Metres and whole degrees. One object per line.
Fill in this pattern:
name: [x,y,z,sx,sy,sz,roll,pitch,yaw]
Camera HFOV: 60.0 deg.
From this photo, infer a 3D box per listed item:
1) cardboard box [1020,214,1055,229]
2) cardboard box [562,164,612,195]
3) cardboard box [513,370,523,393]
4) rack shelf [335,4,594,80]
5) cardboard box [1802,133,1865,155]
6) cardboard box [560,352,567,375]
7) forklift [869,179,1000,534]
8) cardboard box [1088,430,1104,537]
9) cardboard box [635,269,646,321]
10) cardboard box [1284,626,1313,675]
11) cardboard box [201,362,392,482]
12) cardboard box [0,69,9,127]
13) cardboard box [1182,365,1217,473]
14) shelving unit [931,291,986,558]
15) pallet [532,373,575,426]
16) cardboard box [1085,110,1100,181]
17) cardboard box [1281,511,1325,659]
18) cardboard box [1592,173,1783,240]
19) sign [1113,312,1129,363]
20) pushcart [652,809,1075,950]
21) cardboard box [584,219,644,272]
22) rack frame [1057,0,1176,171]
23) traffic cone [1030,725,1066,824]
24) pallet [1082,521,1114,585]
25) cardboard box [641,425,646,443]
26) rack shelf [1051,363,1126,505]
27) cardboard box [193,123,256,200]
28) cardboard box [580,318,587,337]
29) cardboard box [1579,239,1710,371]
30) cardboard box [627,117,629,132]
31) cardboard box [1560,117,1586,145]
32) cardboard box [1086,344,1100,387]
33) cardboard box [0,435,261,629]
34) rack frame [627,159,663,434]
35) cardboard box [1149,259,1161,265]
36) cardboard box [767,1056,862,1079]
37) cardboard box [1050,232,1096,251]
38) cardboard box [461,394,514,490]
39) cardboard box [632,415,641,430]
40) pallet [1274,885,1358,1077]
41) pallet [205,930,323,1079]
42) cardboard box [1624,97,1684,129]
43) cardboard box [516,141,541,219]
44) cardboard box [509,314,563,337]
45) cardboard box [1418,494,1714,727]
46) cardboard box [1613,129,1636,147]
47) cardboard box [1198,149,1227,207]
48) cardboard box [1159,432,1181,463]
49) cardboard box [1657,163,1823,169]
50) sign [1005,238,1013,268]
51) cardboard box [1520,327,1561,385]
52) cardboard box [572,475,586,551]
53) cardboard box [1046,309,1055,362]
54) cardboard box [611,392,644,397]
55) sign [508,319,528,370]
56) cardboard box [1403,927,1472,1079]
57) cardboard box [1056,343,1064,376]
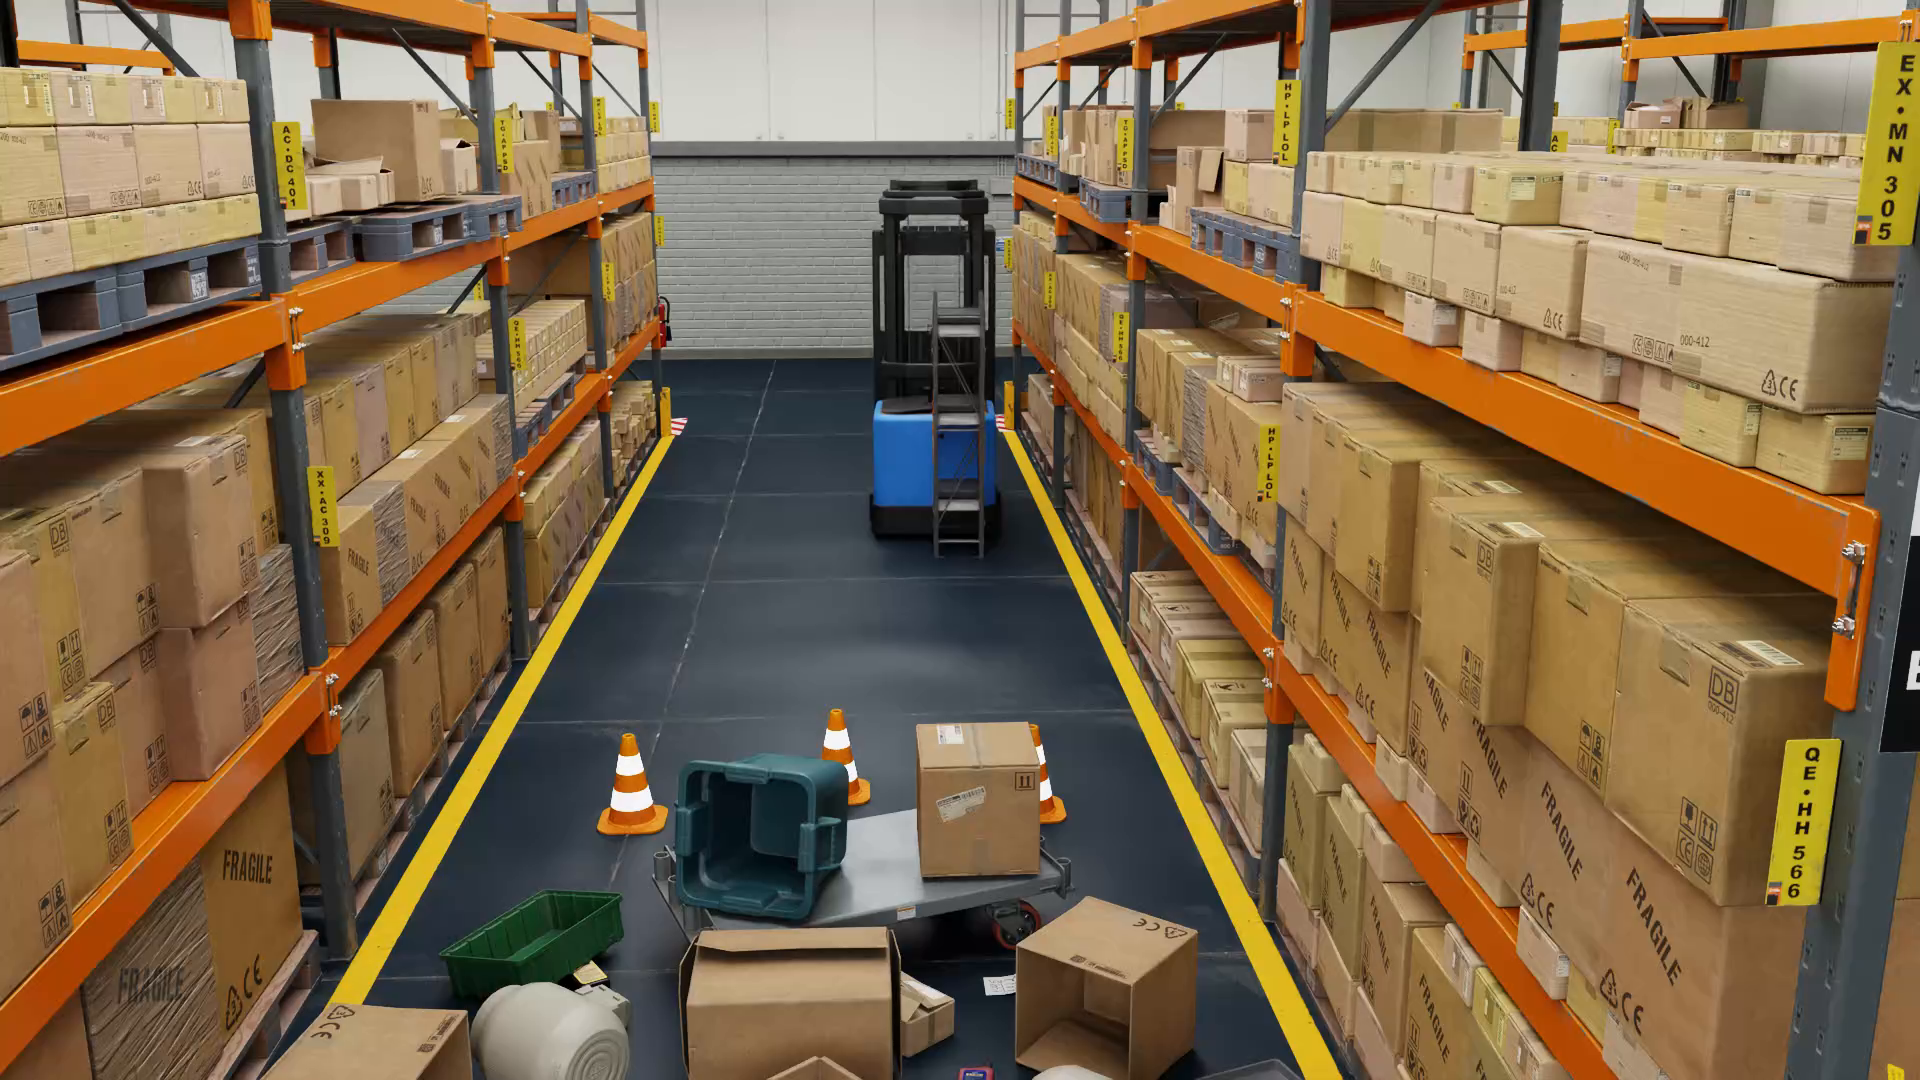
cardboard box: [0.837,-3.375,17.615,0.380,0.149,0.250,0,14,-2]
cardboard box: [-3.349,-3.154,14.547,0.500,0.250,0.500,0,14,-1]
cardboard box: [-3.185,-1.077,11.255,0.380,0.149,0.250,0,14,-1]
rack shelf: [-3.460,-3.521,11.897,1.077,0.370,4.000,-1,14,-3]
cardboard box: [6.284,-2.834,11.904,0.380,0.149,0.250,-1,14,-4]
cardboard box: [-3.293,-1.383,13.042,0.380,0.149,0.250,-2,15,-6]
forklift: [-0.232,-1.776,15.049,1.130,2.935,3.031,0,14,-1]
cardboard box: [1.532,-0.553,13.578,0.875,0.875,0.875,0,14,-2]
cardboard box: [-3.479,-2.480,16.849,0.500,0.500,0.500,-1,14,-3]
cardboard box: [1.545,0.438,6.808,0.380,0.149,0.250,-1,14,-4]
cardboard box: [-3.190,-0.575,8.034,0.700,0.500,0.500,-1,14,-3]
cardboard box: [-2.637,-1.107,4.150,0.380,0.149,0.250,-1,14,-3]
cardboard box: [1.497,-0.656,8.916,0.500,0.500,0.500,-1,14,-6]
shelving unit: [-0.012,-0.931,13.432,0.431,2.100,0.503,0,14,-1]
pallet: [-3.500,-1.059,12.507,1.003,0.211,1.213,-1,14,-3]
cardboard box: [1.199,-2.900,12.214,0.500,0.500,0.500,-1,14,-3]
cardboard box: [1.595,0.154,6.609,0.500,0.500,0.500,-1,14,-4]
cardboard box: [1.794,-0.822,4.084,0.380,0.149,0.250,-1,14,-3]
sign: [1.044,-1.313,10.786,0.100,0.325,0.005,-1,14,-3]
pushcart: [-0.427,1.551,7.242,1.648,0.377,0.936,-6,16,-23]
cardboard box: [-3.483,-2.961,16.711,0.500,0.500,0.500,0,14,-1]
rack frame: [1.350,-4.662,14.086,1.000,3.000,0.127,-1,14,-3]
traffic cone: [0.372,1.175,8.531,0.336,0.463,0.334,-1,14,-3]
pallet: [1.552,0.089,13.257,1.003,0.211,1.213,-1,14,-3]
cardboard box: [-3.437,-1.092,17.128,0.380,0.149,0.250,-2,15,-6]
rack shelf: [1.474,-0.911,12.990,1.077,0.370,4.000,-1,14,-3]
cardboard box: [-2.802,-1.323,5.788,0.500,0.250,0.500,-1,14,-4]
cardboard box: [-3.362,-1.785,14.008,0.380,0.149,0.250,0,14,-2]
cardboard box: [1.777,-0.545,3.807,0.500,0.250,0.500,-1,14,-4]
cardboard box: [-3.504,-4.132,16.544,0.380,0.149,0.250,-1,14,-5]
cardboard box: [5.992,-3.848,15.643,0.500,0.250,0.500,-1,14,-4]
cardboard box: [1.227,-1.302,12.365,0.500,0.250,0.500,-1,14,-5]
cardboard box: [-2.950,-0.034,5.669,0.875,0.550,0.550,-1,14,-3]
rack frame: [-3.832,-2.650,18.305,1.000,3.000,0.127,-1,14,-3]
cardboard box: [1.668,-2.053,13.780,0.500,0.500,0.500,-1,14,-2]
cardboard box: [-0.542,2.039,5.091,0.797,0.503,0.637,-13,20,-42]
cardboard box: [1.014,-2.675,14.894,0.380,0.149,0.250,-1,14,-5]
cardboard box: [-3.040,-0.601,10.140,0.500,0.500,0.500,-1,14,-3]
cardboard box: [-3.438,-1.168,16.827,0.380,0.149,0.250,0,14,-1]
pallet: [1.923,1.750,6.801,1.003,0.211,1.213,-1,14,-3]
pallet: [-3.119,1.876,6.313,1.003,0.211,1.213,-1,14,-3]
cardboard box: [5.974,-3.681,14.326,0.396,0.266,0.258,-1,14,-4]
cardboard box: [-3.144,-2.432,11.237,0.500,0.500,0.500,-1,14,-3]
cardboard box: [-3.305,-1.670,12.966,0.380,0.149,0.250,-1,14,-5]
cardboard box: [1.686,0.176,4.517,0.700,0.500,0.500,-1,14,-4]
cardboard box: [5.885,-3.480,14.375,0.380,0.149,0.250,0,14,-2]
cardboard box: [1.721,-1.885,9.107,0.797,0.503,0.637,-1,14,-3]
cardboard box: [1.384,-0.551,9.811,0.380,0.149,0.250,-1,14,-3]
cardboard box: [2.275,-1.024,4.872,0.380,0.149,0.250,-1,14,-3]
sign: [0.548,-3.202,18.554,0.100,0.325,0.005,-1,14,-3]
cardboard box: [1.741,-0.506,4.459,0.380,0.149,0.250,-1,14,-5]
cardboard box: [-3.228,-0.212,13.005,0.500,0.500,0.500,-1,14,-5]
cardboard box: [1.066,-1.916,15.254,0.500,0.500,0.500,-1,14,-3]
cardboard box: [-3.492,-1.442,17.294,0.380,0.149,0.250,-1,15,-6]
sign: [-2.782,-1.230,10.464,0.100,0.325,0.005,-1,14,-3]
cardboard box: [1.724,1.542,5.182,0.500,0.500,0.500,-1,14,-5]
cardboard box: [1.114,-1.570,14.411,0.500,0.250,0.500,-1,14,-5]
